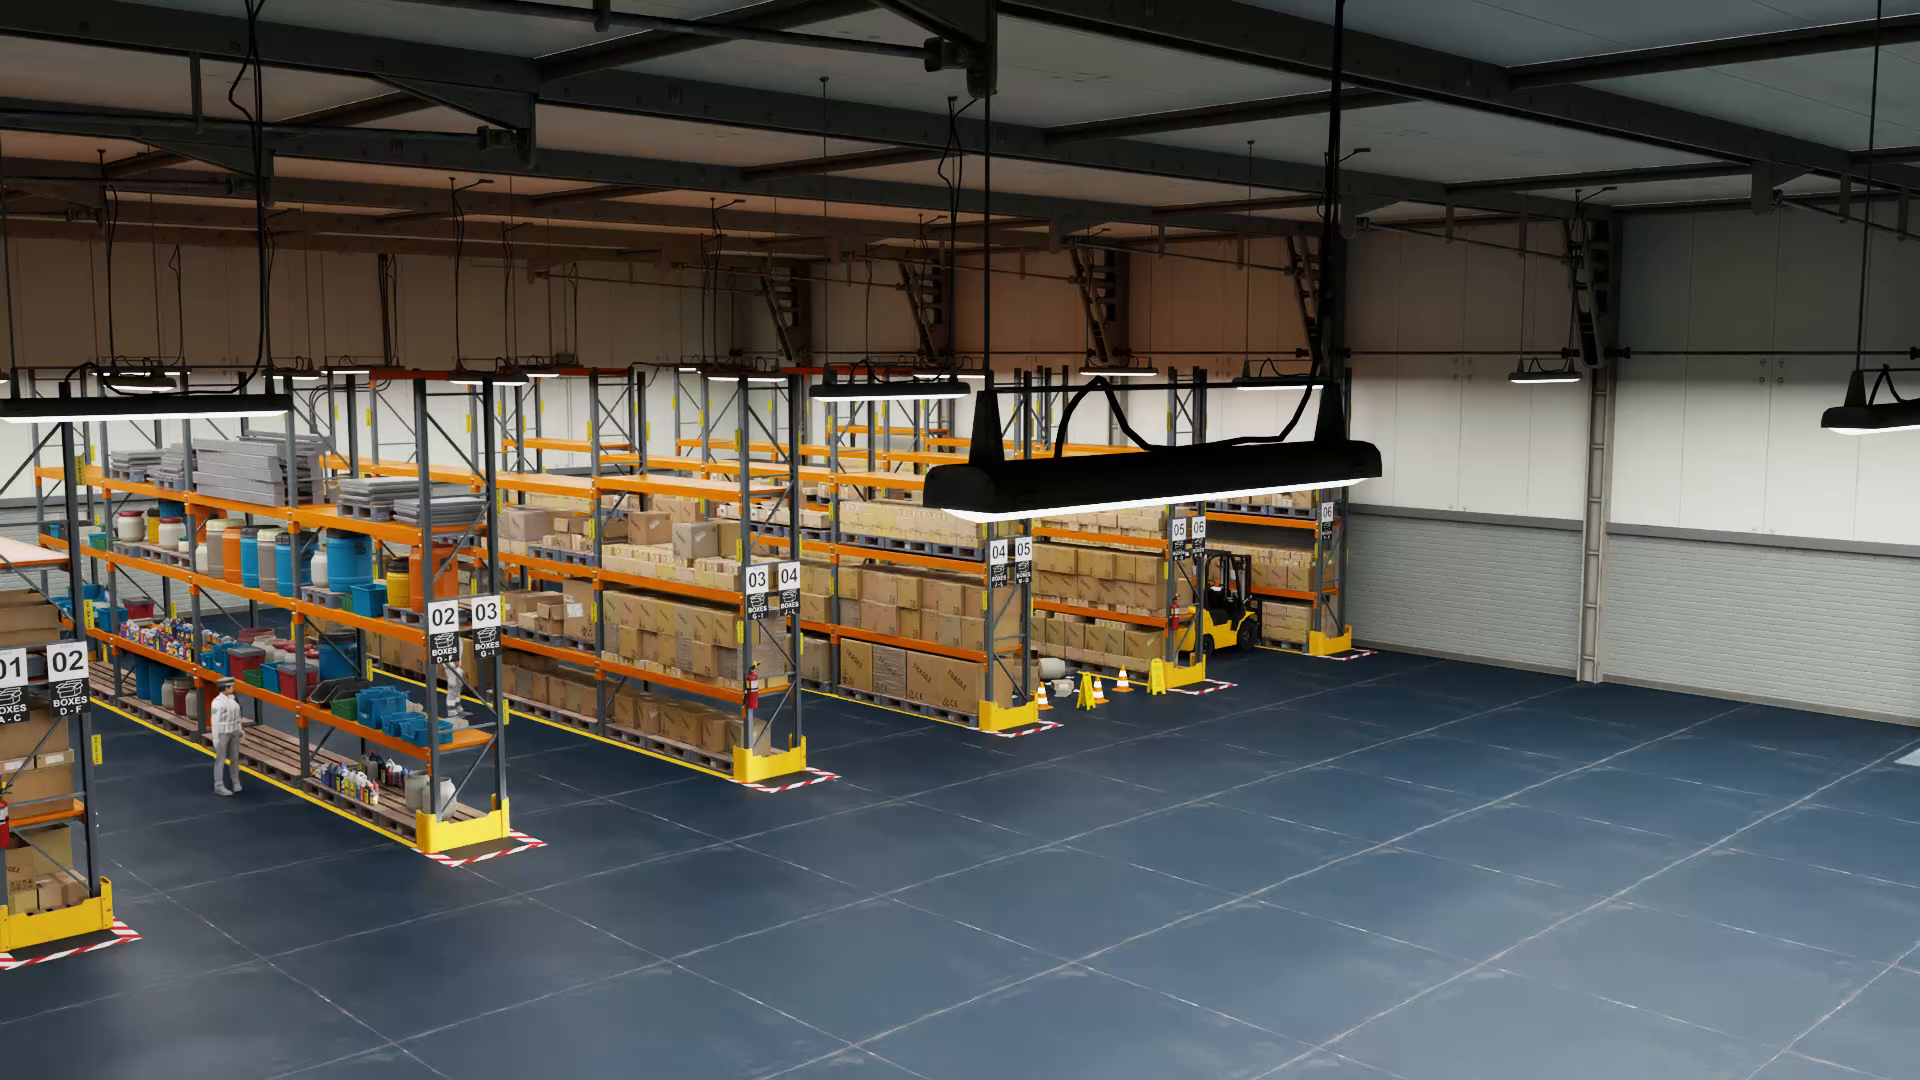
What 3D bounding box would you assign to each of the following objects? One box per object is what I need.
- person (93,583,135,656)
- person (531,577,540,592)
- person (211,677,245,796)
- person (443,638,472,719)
[{"bbox_3d":[-17.526,1.660,34.408,0.978,1.587,0.556,-6,9,-44],"label":"person"},{"bbox_3d":[-10.611,0.894,40.904,0.868,1.647,0.448,1,7,9],"label":"person"},{"bbox_3d":[-10.550,2.803,23.944,0.357,1.684,0.534,2,7,16],"label":"person"},{"bbox_3d":[-8.717,2.205,28.769,0.454,1.793,0.612,-2,7,-15],"label":"person"}]
